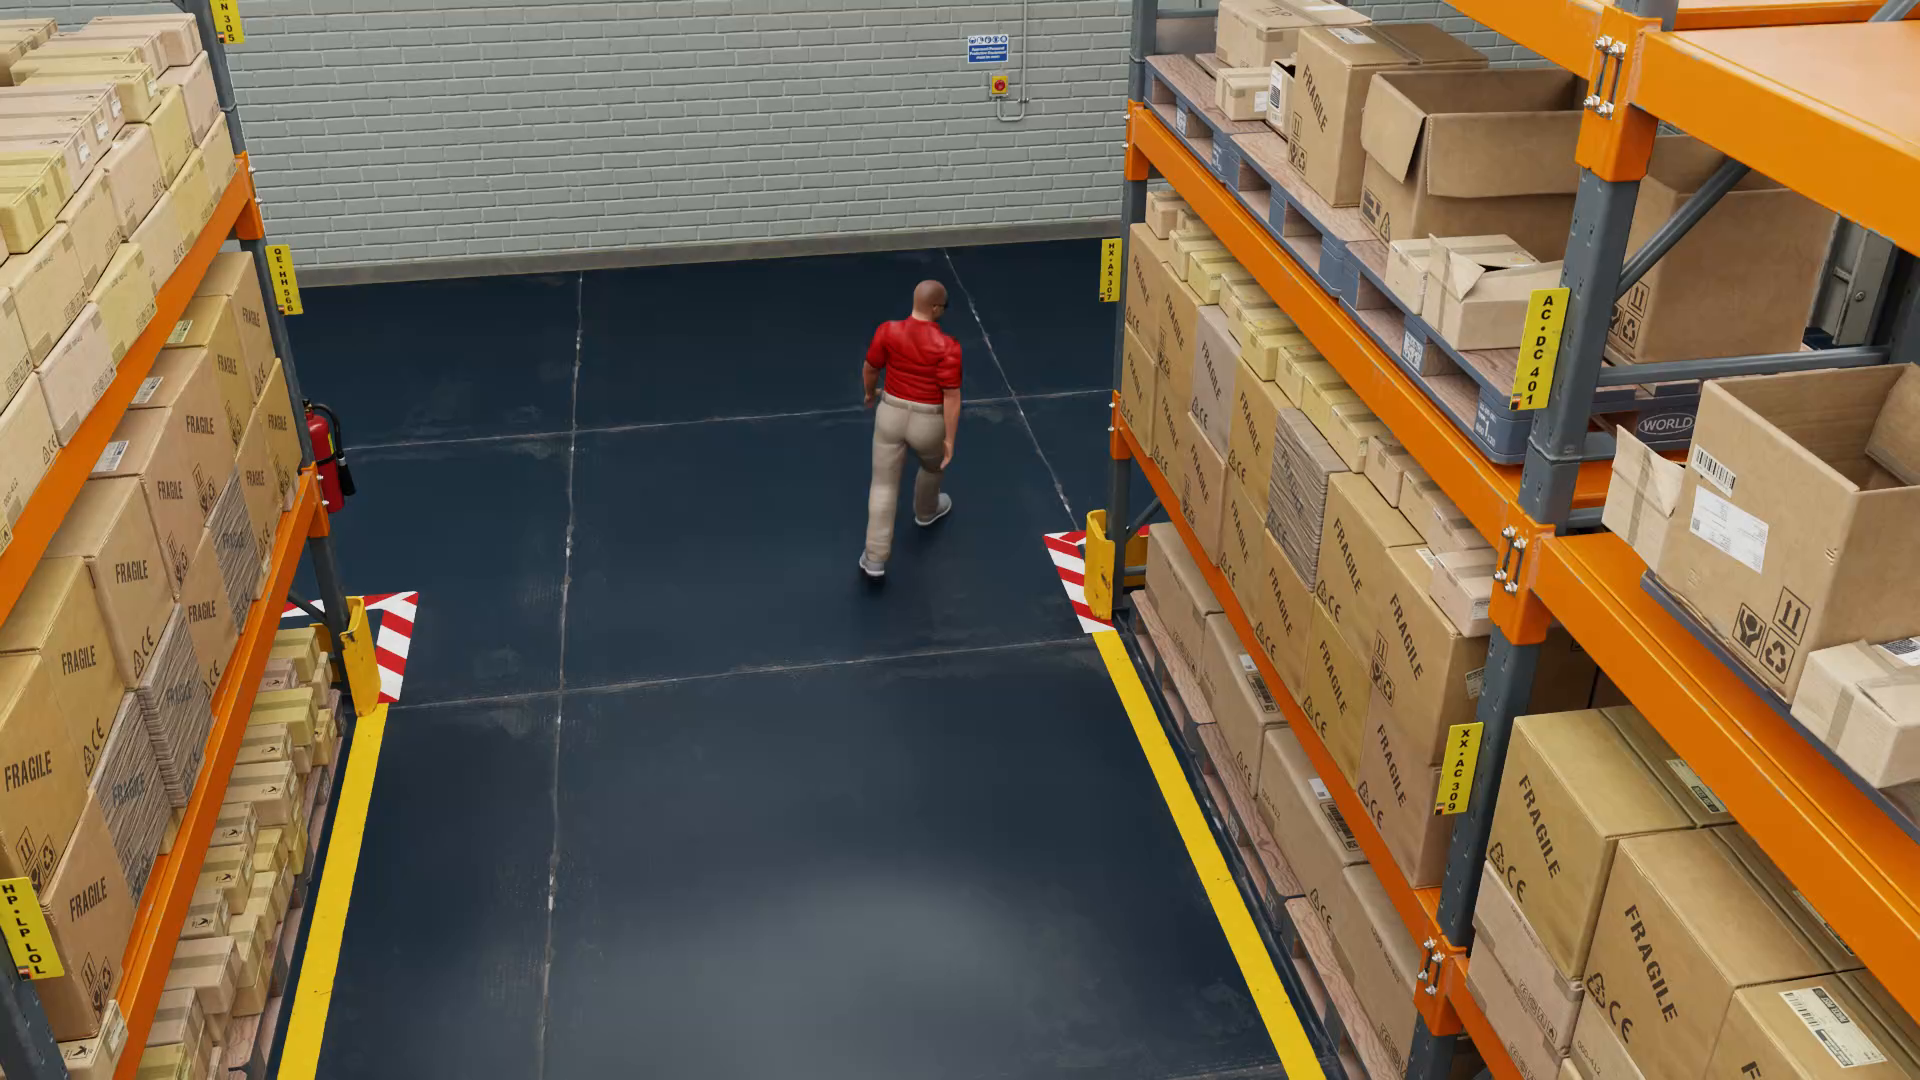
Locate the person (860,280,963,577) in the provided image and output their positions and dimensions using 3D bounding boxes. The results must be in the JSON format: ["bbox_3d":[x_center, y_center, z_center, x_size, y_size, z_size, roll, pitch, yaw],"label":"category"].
[{"bbox_3d":[-0.273,-0.686,9.335,0.620,1.661,1.056,4,31,7],"label":"person"}]
